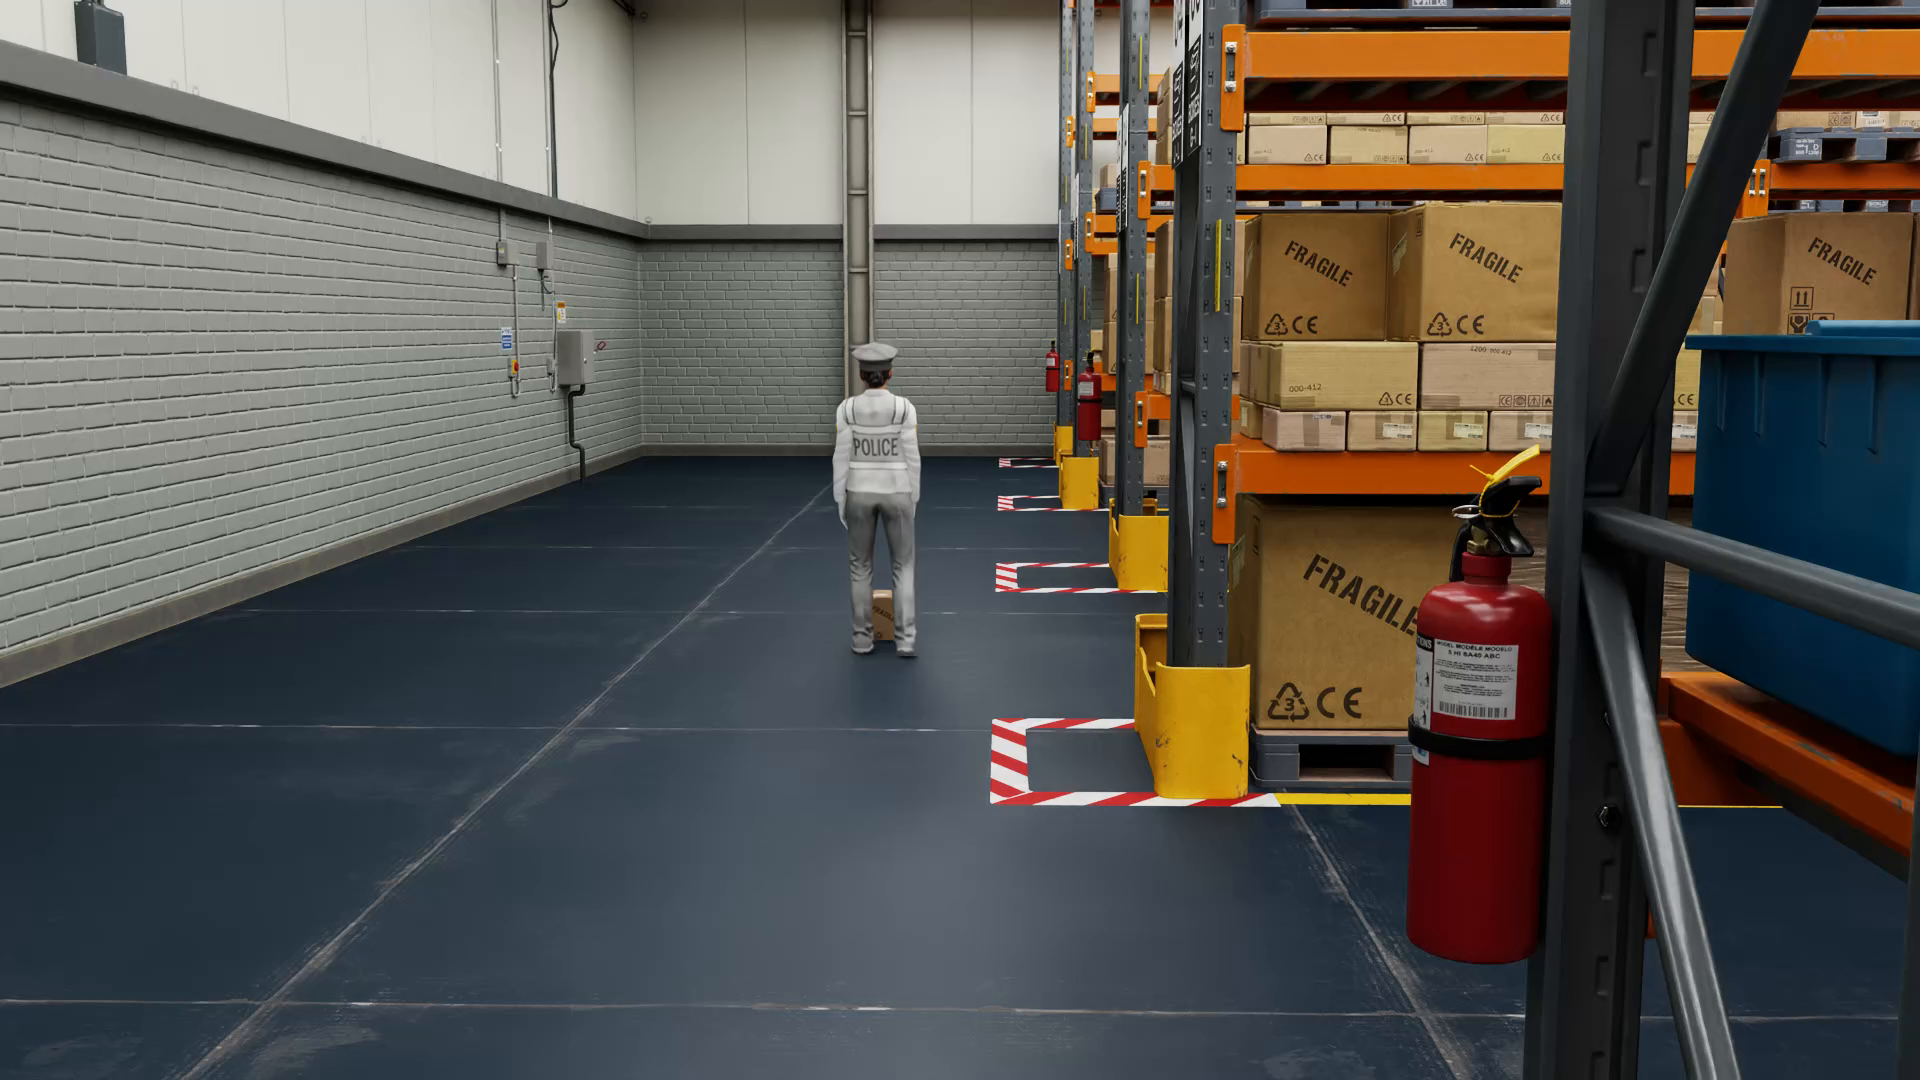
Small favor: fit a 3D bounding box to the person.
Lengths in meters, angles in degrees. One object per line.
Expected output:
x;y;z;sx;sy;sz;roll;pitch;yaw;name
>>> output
-0.442;-0.188;8.924;0.471;1.733;0.378;0;7;3;person
